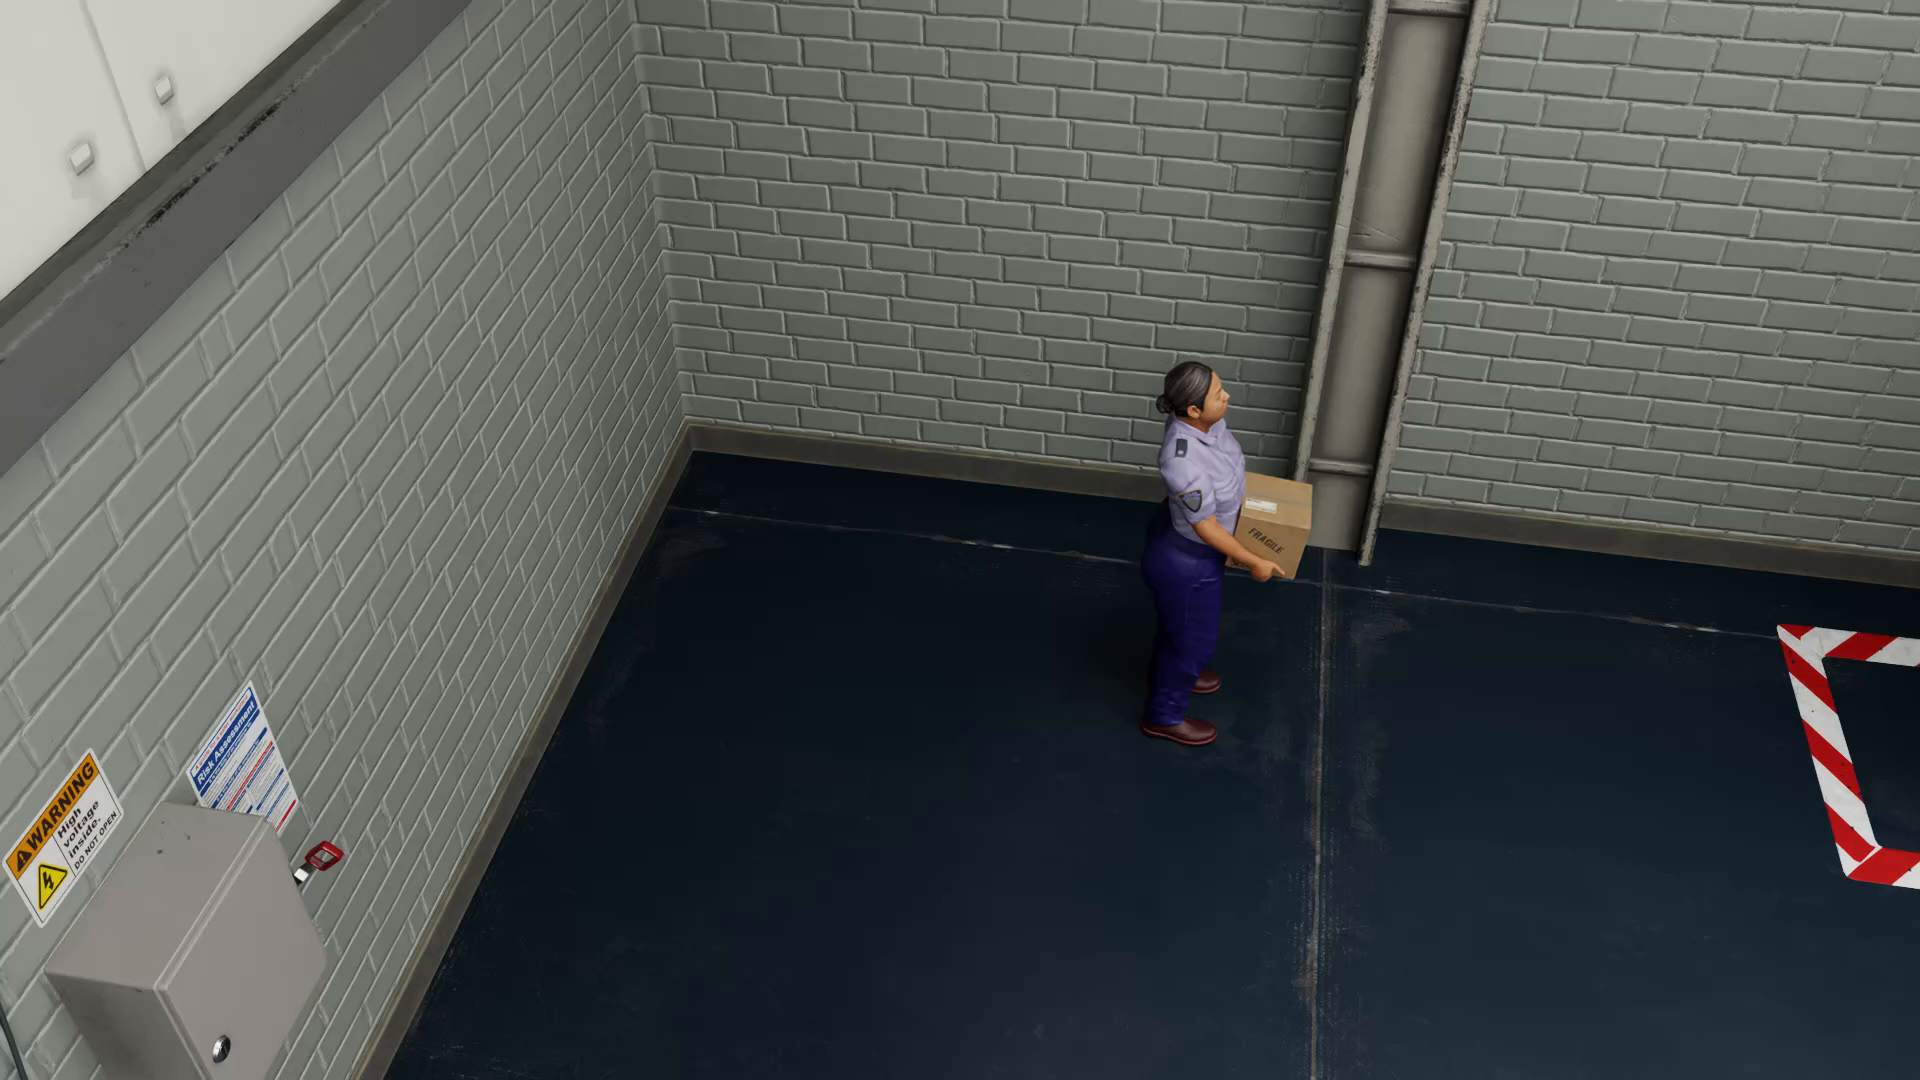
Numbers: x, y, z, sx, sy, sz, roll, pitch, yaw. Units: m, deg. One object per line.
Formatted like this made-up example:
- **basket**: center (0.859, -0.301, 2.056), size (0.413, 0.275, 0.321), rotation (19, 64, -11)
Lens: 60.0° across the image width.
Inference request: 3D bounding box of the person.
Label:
- **person**: center (0.941, 0.059, 6.119), size (0.494, 1.622, 0.452), rotation (7, 41, 8)
